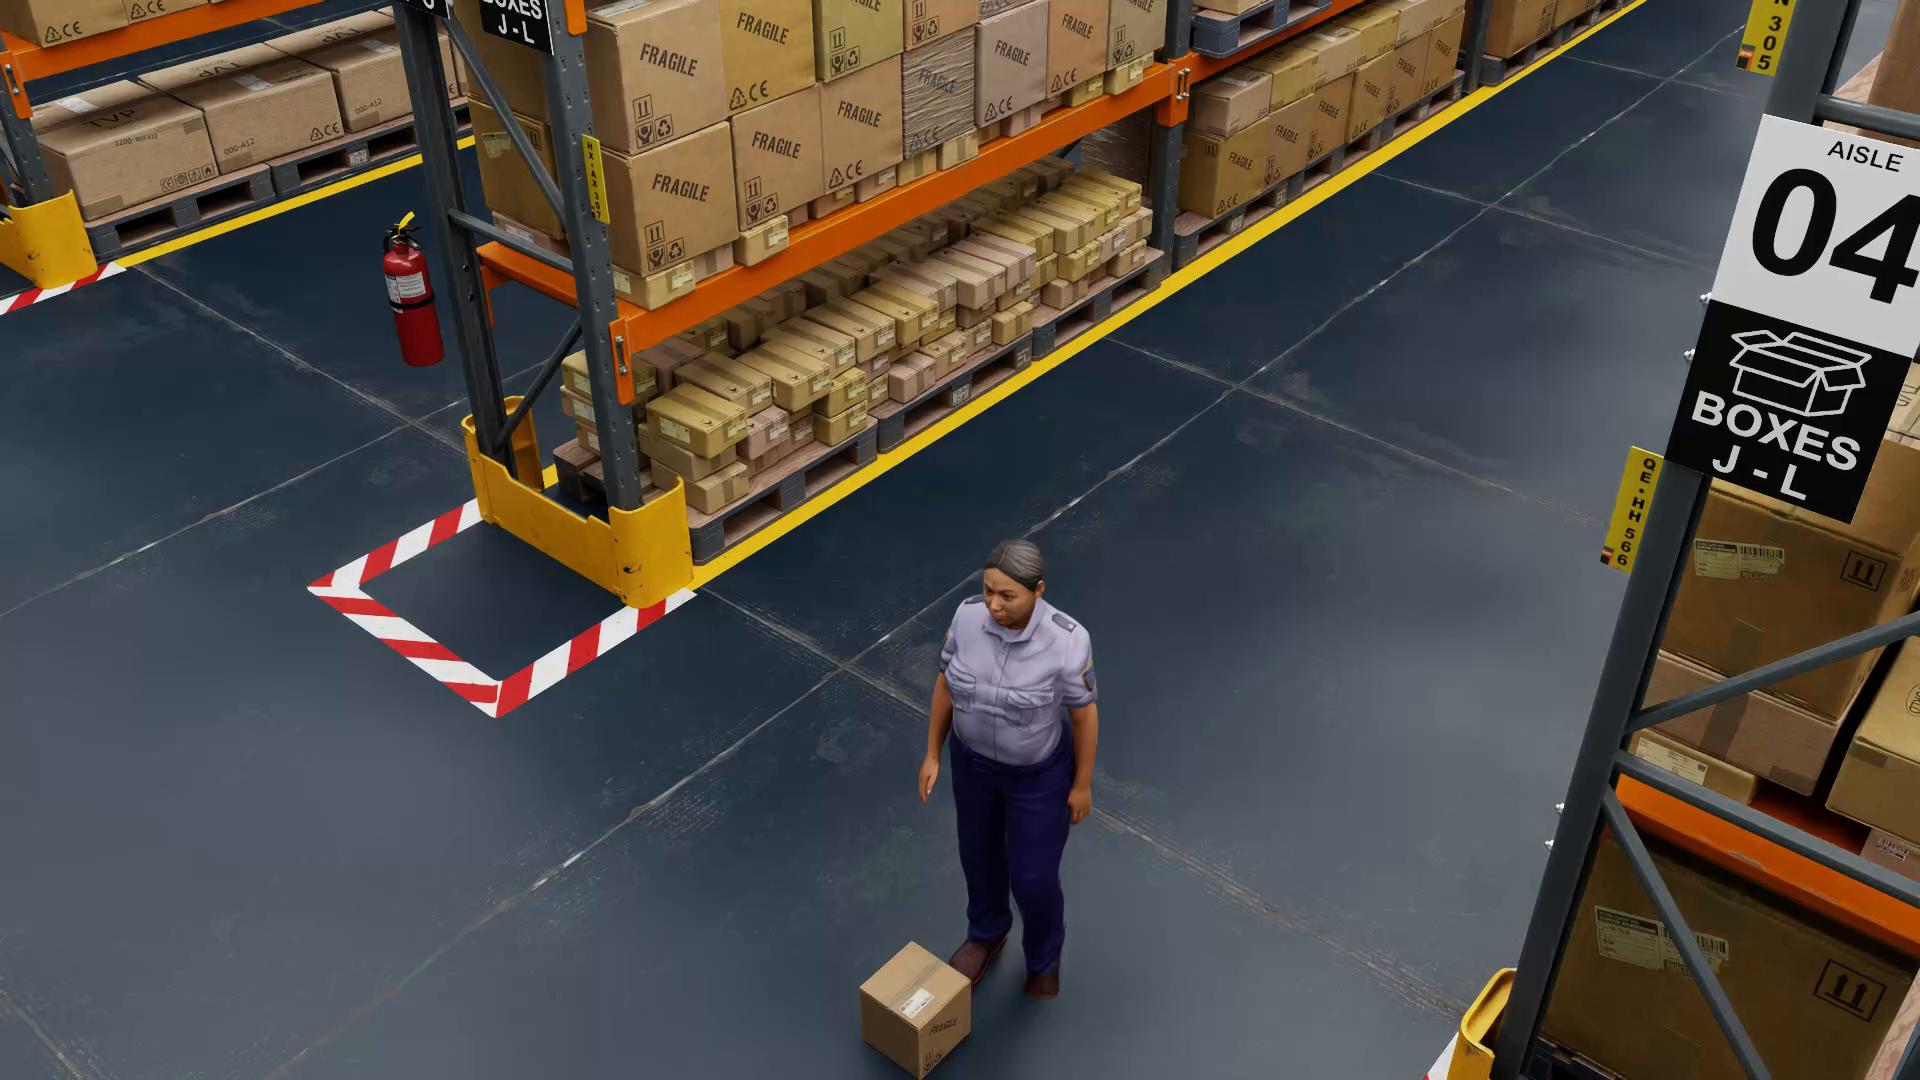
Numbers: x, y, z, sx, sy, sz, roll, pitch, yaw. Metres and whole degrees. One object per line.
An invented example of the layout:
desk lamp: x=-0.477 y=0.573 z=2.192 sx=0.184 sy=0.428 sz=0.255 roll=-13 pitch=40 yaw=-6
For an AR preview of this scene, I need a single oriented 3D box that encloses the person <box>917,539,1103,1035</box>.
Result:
person: x=0.126 y=0.741 z=5.119 sx=0.521 sy=1.658 sz=0.470 roll=26 pitch=43 yaw=32
